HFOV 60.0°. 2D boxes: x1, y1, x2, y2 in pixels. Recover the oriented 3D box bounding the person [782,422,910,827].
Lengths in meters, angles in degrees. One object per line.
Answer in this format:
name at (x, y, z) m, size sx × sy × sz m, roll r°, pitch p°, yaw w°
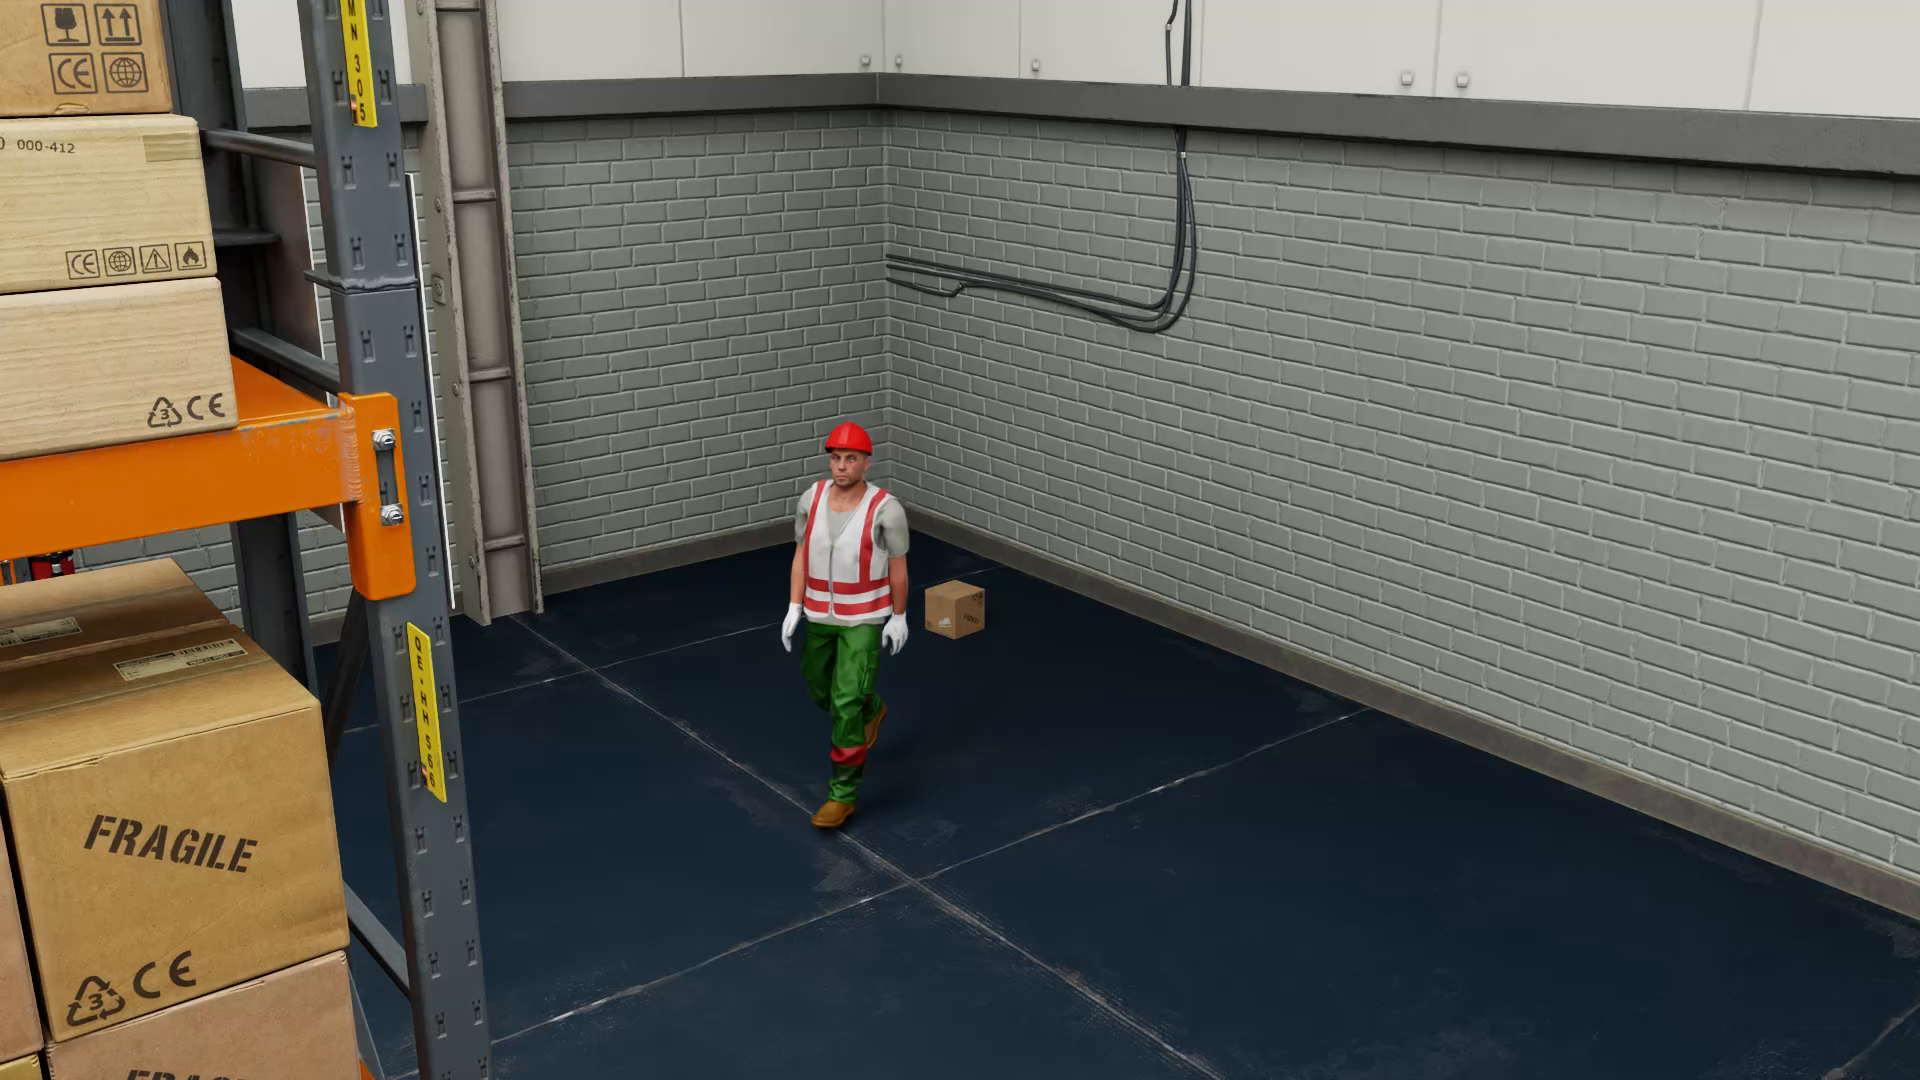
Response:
person at (-0.493, 0.327, 7.443) m, size 0.537 × 1.756 × 0.918 m, roll 8°, pitch 19°, yaw 23°
